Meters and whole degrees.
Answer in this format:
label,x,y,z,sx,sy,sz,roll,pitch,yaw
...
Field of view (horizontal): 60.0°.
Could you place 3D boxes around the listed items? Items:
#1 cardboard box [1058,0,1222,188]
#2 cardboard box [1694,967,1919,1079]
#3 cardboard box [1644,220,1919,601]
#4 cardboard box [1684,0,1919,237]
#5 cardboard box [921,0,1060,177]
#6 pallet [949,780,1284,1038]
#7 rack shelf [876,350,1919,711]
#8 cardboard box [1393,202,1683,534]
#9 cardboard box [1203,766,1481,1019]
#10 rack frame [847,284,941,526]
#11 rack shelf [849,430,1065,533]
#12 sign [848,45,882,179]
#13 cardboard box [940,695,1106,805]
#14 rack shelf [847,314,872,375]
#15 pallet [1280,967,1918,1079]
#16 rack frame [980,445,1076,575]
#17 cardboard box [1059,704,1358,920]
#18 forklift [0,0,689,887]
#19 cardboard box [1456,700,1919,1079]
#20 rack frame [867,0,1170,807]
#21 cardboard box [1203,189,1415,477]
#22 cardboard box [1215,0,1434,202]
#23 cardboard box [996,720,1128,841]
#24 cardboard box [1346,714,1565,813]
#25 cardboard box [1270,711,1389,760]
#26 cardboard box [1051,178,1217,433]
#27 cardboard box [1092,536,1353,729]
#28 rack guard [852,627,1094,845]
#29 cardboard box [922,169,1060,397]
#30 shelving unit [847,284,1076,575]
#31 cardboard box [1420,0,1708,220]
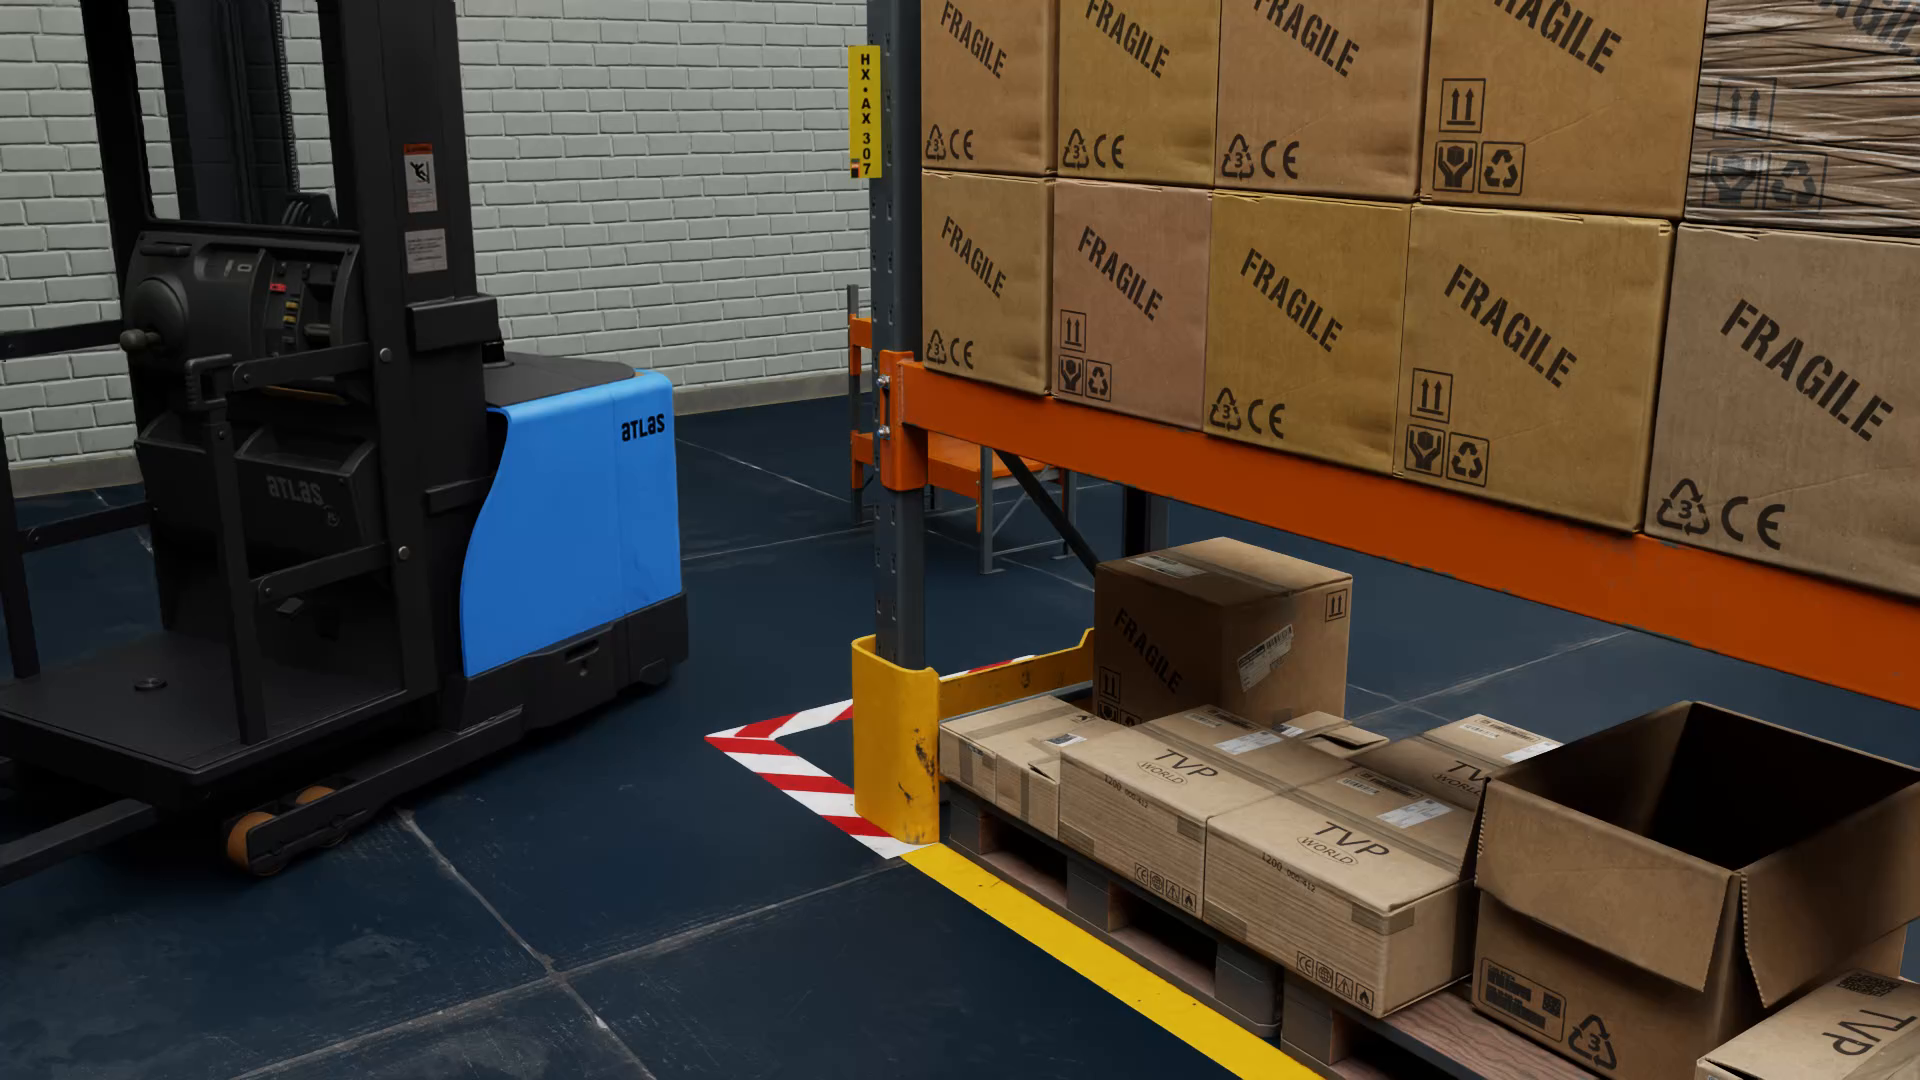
label,x,y,z,sx,sy,sz,roll,pitch,yaw
cardboard box,0.562,-1.035,3.594,0.500,0.500,0.500,-11,19,-34
cardboard box,1.548,0.950,2.683,0.500,0.311,0.500,-11,19,-35
cardboard box,1.444,-0.231,2.550,0.500,0.500,0.500,-10,18,-33
cardboard box,1.447,-0.712,2.411,0.500,0.500,0.500,-11,19,-34
cardboard box,0.249,-1.146,3.997,0.500,0.500,0.500,-10,18,-33
pallet,0.715,0.780,4.326,1.003,0.211,1.213,-11,19,-35
rack shelf,1.377,0.023,3.173,1.077,0.370,4.000,-11,19,-35
cardboard box,1.142,-0.340,2.946,0.500,0.500,0.500,-11,19,-34
cardboard box,0.879,0.737,3.578,0.500,0.250,0.500,-11,19,-35
rack frame,-0.303,-0.653,7.829,0.500,1.125,0.032,-11,19,-35
rack shelf,-0.004,-0.308,7.497,0.538,0.278,1.000,-11,19,-35
sign,-0.238,-1.084,4.216,0.100,0.325,0.005,-11,19,-35
cardboard box,0.169,0.555,4.435,0.380,0.149,0.250,-11,19,-35
rack shelf,-0.004,-0.826,7.356,0.538,0.278,1.000,-11,19,-35
pallet,1.429,1.041,3.374,1.003,0.211,1.213,-11,19,-35
rack frame,0.295,-0.435,7.036,0.500,1.125,0.032,-11,19,-35
cardboard box,0.585,0.630,3.968,0.500,0.250,0.500,-11,19,-35
forklift,-2.122,-0.670,4.473,1.130,2.935,3.031,9,18,29
cardboard box,1.444,0.695,3.252,0.797,0.503,0.637,-11,19,-35
rack frame,0.201,-0.751,4.638,1.000,3.000,0.127,-11,19,-35
cardboard box,0.849,-0.447,3.336,0.500,0.500,0.500,-11,19,-35
cardboard box,0.853,-0.928,3.201,0.500,0.500,0.500,-11,19,-34
cardboard box,0.316,0.599,4.237,0.380,0.166,0.250,-11,19,-35
cardboard box,1.255,0.648,3.900,0.500,0.250,0.500,-11,19,-35
cardboard box,0.886,0.582,4.303,0.380,0.166,0.250,-11,19,-35
cardboard box,0.557,-0.554,3.730,0.500,0.500,0.500,-11,19,-35
cardboard box,0.720,0.320,4.626,0.500,0.500,0.500,-11,19,-35
rack guard,0.246,0.471,4.909,1.175,0.500,0.348,-11,19,-35
cardboard box,0.249,-0.664,4.129,0.500,0.500,0.500,-10,18,-33
shelving unit,-0.004,-0.544,7.433,0.538,1.125,1.048,-11,19,-35
cardboard box,1.152,-0.819,2.805,0.500,0.500,0.500,-11,19,-35
